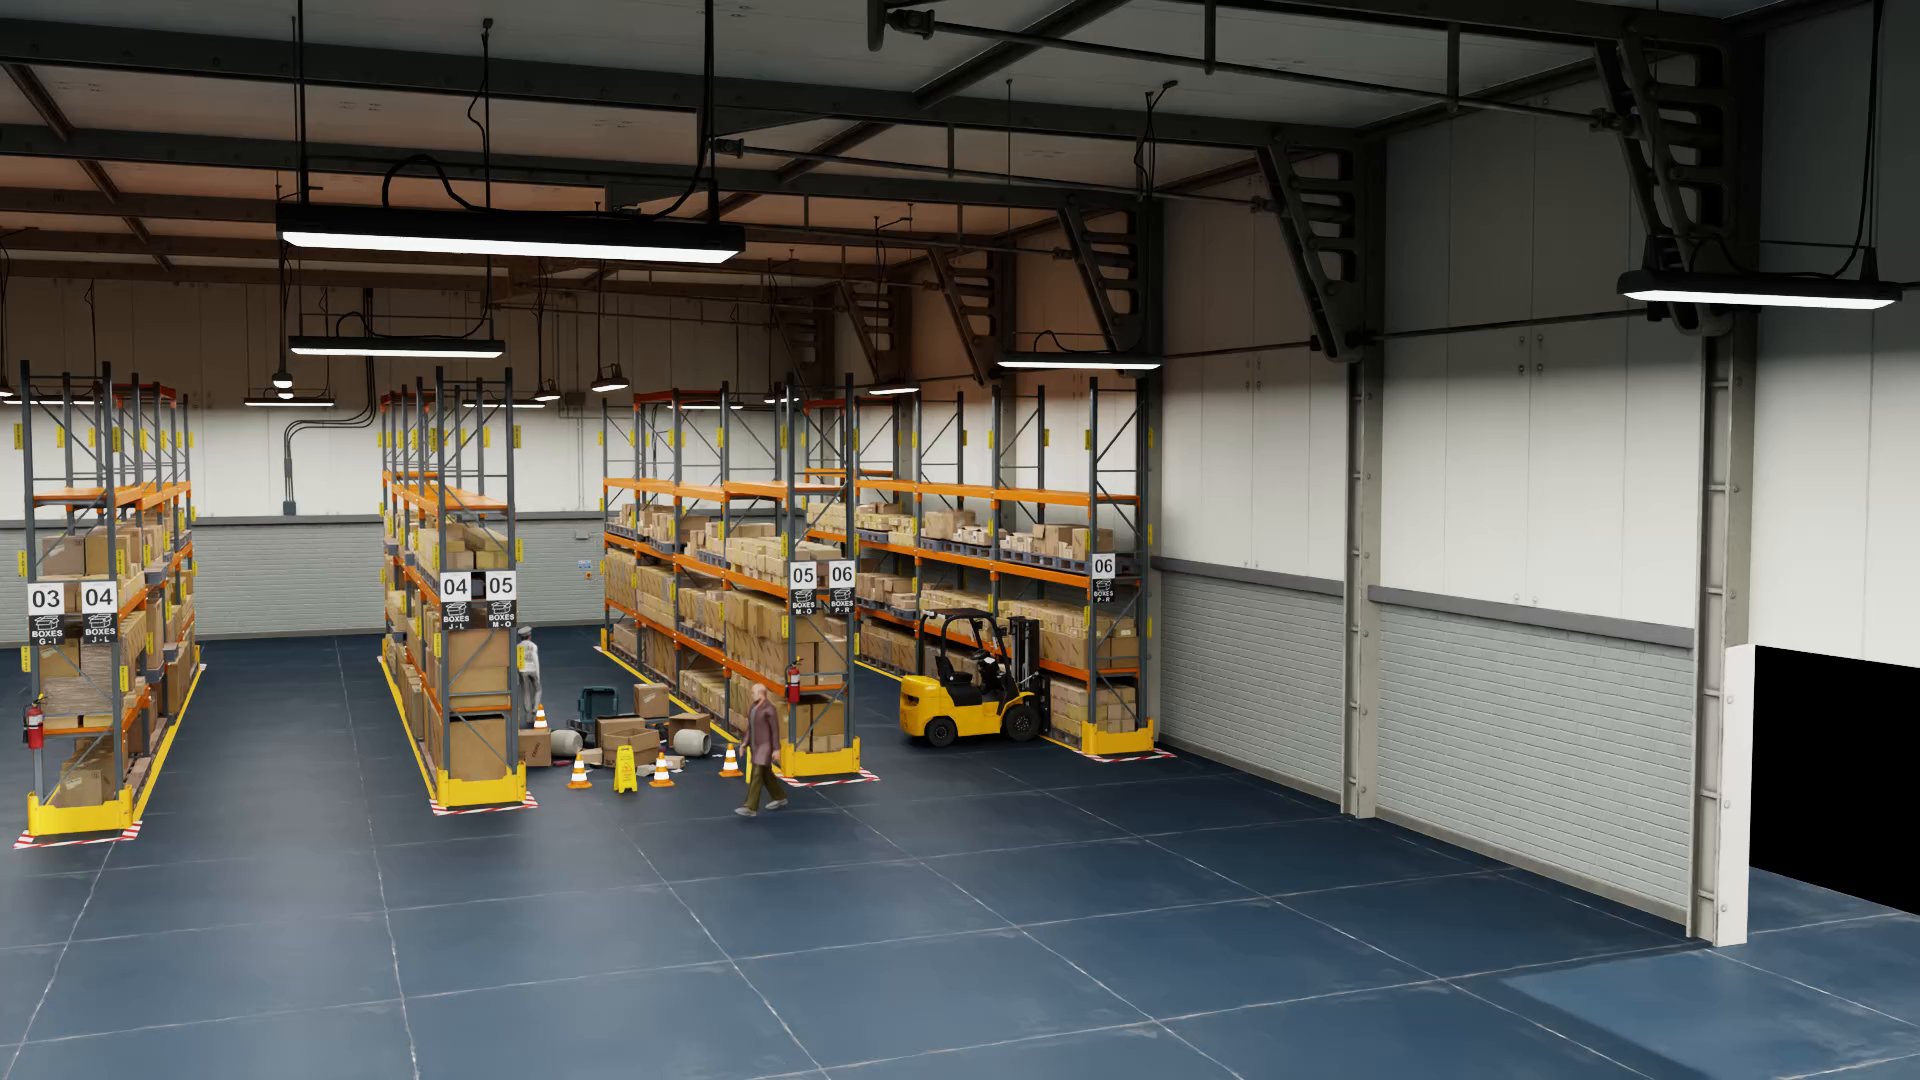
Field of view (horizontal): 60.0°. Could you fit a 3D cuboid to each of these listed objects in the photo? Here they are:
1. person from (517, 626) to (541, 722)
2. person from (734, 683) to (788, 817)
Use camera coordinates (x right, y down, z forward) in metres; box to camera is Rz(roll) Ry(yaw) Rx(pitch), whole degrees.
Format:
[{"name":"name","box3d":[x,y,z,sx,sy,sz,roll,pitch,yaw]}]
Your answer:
[{"name":"person","box3d":[-7.665,2.383,29.522,0.526,1.673,0.490,-1,4,-12]},{"name":"person","box3d":[-2.691,2.792,22.276,0.955,1.753,0.586,-2,4,-34]}]
